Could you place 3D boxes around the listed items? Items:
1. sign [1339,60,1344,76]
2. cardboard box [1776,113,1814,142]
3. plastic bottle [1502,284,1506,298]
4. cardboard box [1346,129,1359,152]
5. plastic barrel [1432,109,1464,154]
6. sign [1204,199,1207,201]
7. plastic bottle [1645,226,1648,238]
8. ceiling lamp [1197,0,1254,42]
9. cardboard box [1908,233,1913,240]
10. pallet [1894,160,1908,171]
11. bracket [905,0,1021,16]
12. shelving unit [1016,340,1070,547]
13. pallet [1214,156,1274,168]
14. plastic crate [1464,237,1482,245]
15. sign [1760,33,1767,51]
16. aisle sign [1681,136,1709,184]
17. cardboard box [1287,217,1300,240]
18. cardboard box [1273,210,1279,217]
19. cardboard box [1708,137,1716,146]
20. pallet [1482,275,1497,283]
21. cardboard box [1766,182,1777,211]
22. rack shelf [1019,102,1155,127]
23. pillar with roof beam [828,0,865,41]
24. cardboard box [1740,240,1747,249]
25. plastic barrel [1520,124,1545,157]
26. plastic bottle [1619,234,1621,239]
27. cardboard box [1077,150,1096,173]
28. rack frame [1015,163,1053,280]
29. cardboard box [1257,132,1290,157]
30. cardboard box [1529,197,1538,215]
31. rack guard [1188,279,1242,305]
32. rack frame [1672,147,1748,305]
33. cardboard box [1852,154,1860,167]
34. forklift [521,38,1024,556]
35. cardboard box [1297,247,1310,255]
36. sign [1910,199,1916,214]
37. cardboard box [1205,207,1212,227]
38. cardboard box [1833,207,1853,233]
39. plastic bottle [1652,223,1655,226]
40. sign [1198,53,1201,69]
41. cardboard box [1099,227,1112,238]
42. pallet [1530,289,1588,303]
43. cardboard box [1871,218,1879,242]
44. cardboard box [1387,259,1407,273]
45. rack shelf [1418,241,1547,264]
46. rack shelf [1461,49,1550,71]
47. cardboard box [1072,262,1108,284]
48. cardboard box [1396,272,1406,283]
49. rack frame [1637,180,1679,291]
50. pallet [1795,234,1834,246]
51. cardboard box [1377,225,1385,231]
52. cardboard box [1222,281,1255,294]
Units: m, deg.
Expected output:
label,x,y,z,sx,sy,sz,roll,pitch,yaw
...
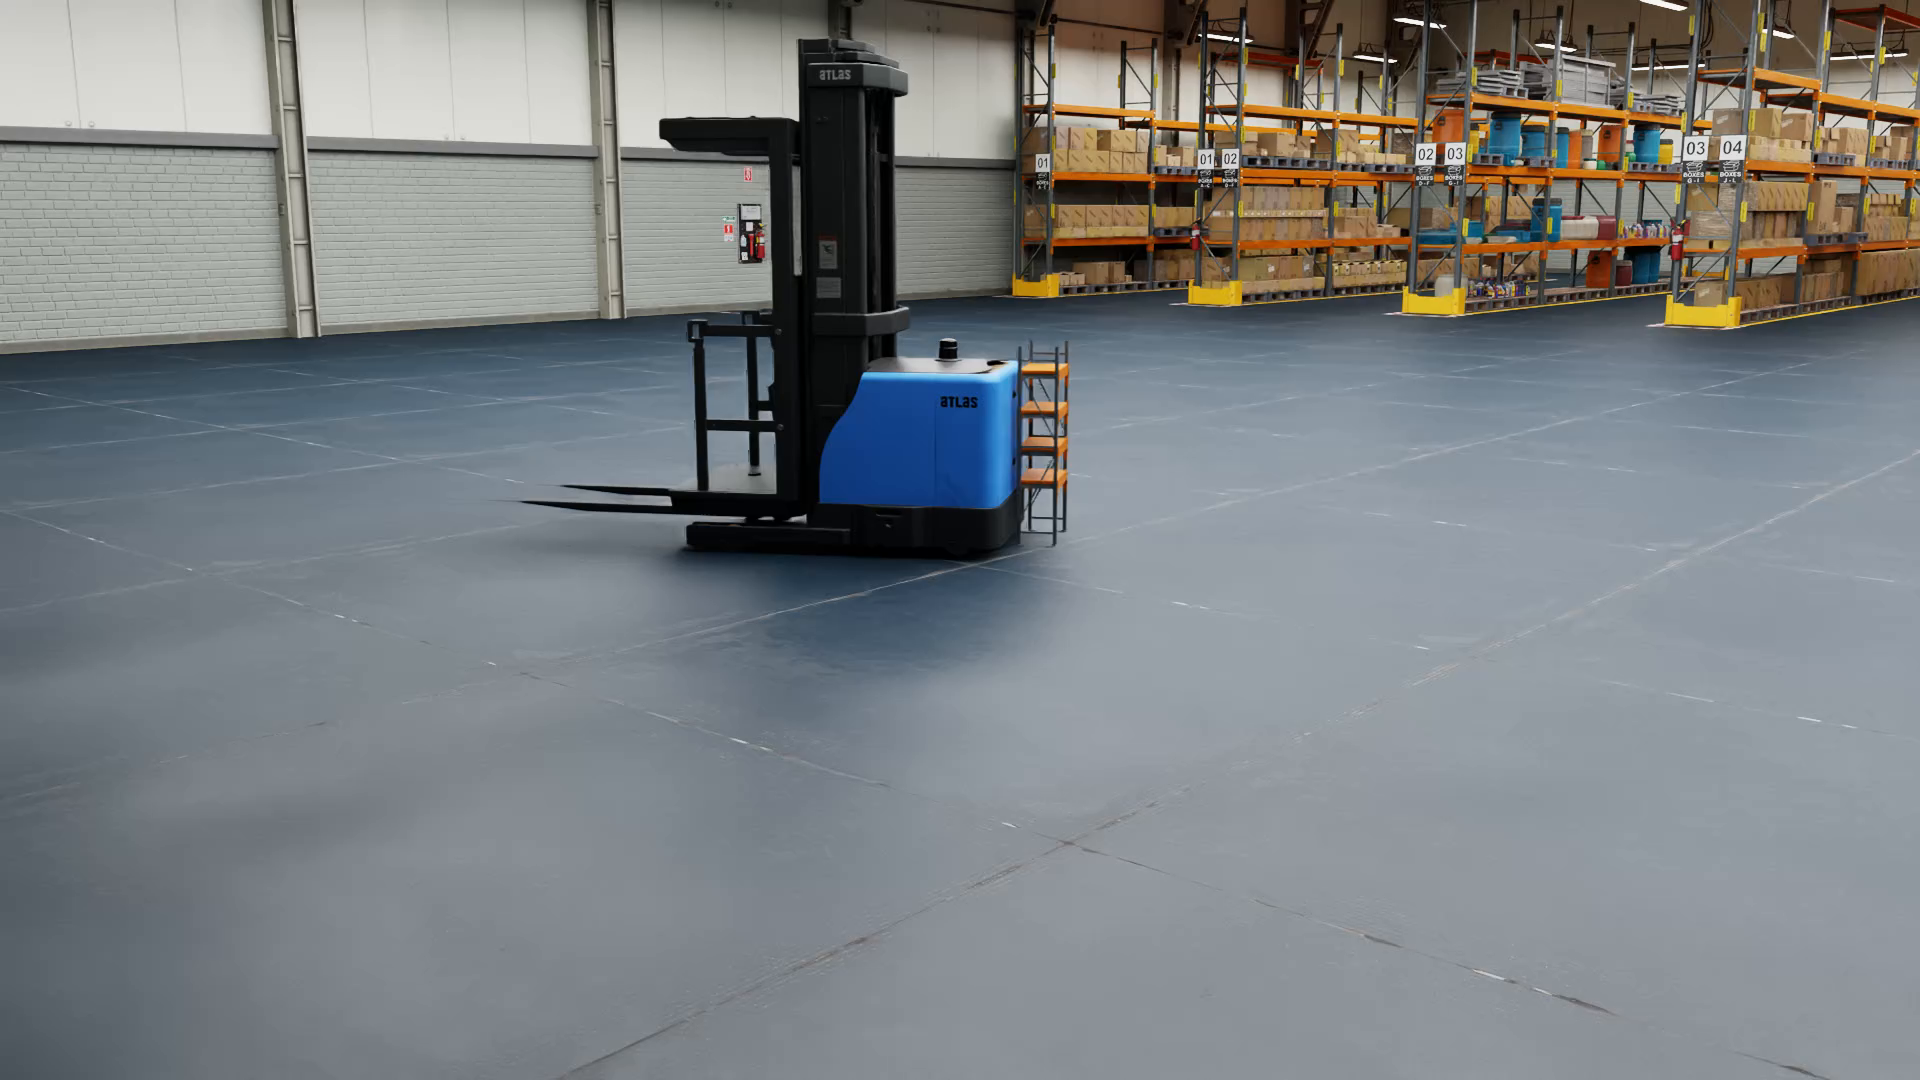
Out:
label,x,y,z,sx,sy,sz,roll,pitch,yaw
sign,8.461,-10.474,36.887,0.100,0.325,0.005,10,15,40
cardboard box,15.394,-7.602,30.665,0.500,0.500,0.500,9,15,39
plastic bottle,10.995,-5.041,33.637,0.097,0.271,0.097,0,11,0
cardboard box,8.856,-9.215,38.428,0.500,0.500,0.500,-10,15,-42
plastic barrel,9.364,-7.818,31.866,0.600,0.830,0.708,10,15,40
sign,6.558,-8.939,44.353,0.100,0.325,0.005,10,15,40
plastic bottle,16.108,-7.229,39.044,0.061,0.283,0.133,10,15,40
ceiling lamp,6.356,-13.133,38.088,0.800,3.185,2.000,10,15,40
cardboard box,21.225,-6.845,37.464,0.380,0.149,0.250,10,15,40
pallet,20.212,-8.203,36.454,0.805,0.209,1.217,9,14,38
bracket,-0.210,-11.556,35.906,0.076,0.066,4.783,10,15,40
shelving unit,0.506,-0.597,10.137,0.258,1.200,0.503,2,11,10
pallet,5.906,-8.011,35.231,1.003,0.211,1.213,10,15,40
plastic crate,9.971,-5.803,32.280,0.298,0.136,0.250,10,15,40
sign,15.079,-9.339,31.204,0.100,0.325,0.005,10,15,40
aisle sign,12.593,-6.506,28.491,0.394,0.787,0.004,10,15,40
cardboard box,7.095,-6.903,36.858,0.700,0.500,0.500,10,15,41
cardboard box,6.690,-7.070,36.039,0.380,0.149,0.250,10,15,40
cardboard box,12.808,-6.876,28.685,0.380,0.149,0.250,10,15,40
pallet,13.795,-6.982,44.630,1.003,0.211,1.213,10,15,40
cardboard box,14.091,-6.079,29.422,0.500,0.500,0.500,10,15,40
rack shelf,3.017,-10.005,39.173,1.077,0.370,4.000,10,15,40
pillar with roof beam,0.782,-8.840,31.498,9.100,9.000,0.548,10,15,40
cardboard box,13.406,-5.124,28.849,0.380,0.149,0.250,10,15,40
plastic barrel,11.952,-8.250,34.922,0.600,0.901,0.708,10,15,40
plastic bottle,14.948,-6.980,37.818,0.152,0.276,0.135,10,15,40
cardboard box,2.826,-8.821,38.753,0.500,0.500,0.500,11,16,43
rack frame,1.697,-7.123,38.216,1.000,3.000,0.127,10,15,40
cardboard box,6.722,-8.487,35.700,0.500,0.500,0.500,10,15,40
cardboard box,15.562,-9.201,45.812,0.500,0.500,0.500,10,15,42
rack guard,5.404,-5.254,35.240,1.175,0.500,0.348,10,15,40
rack frame,12.859,-5.202,28.597,1.000,3.000,0.127,10,15,40
cardboard box,17.693,-7.600,33.328,0.500,0.250,0.500,10,15,40
forklift,-1.166,-1.465,10.061,3.031,2.935,1.130,2,12,11
cardboard box,9.286,-7.928,46.662,0.750,0.750,0.750,10,15,41
sign,21.194,-7.428,36.987,0.100,0.325,0.005,10,15,40
cardboard box,6.326,-8.409,43.274,0.700,0.500,0.500,8,14,35
cardboard box,17.520,-6.454,33.539,0.500,0.500,0.700,-9,15,-39
plastic bottle,16.590,-7.425,39.852,0.144,0.351,0.185,10,15,40
sign,5.022,-9.994,34.687,0.100,0.325,0.005,10,15,40
cardboard box,3.265,-7.317,39.517,0.500,0.250,0.500,10,15,41
pallet,13.073,-5.364,36.529,1.003,0.211,1.213,10,15,40
cardboard box,19.004,-6.540,35.044,0.500,0.500,0.500,9,15,39
cardboard box,10.540,-6.684,40.533,0.500,0.311,0.500,10,15,42
rack shelf,10.459,-5.784,33.347,1.077,0.370,4.000,10,15,40
rack shelf,14.662,-12.762,44.482,1.077,0.370,4.000,10,15,40
cardboard box,3.119,-6.389,39.797,0.700,0.500,0.500,9,14,37
cardboard box,10.537,-6.409,40.588,0.500,0.250,0.500,10,15,42
rack frame,17.060,-7.608,40.643,1.000,3.000,0.127,10,15,40
pallet,16.113,-5.790,32.031,1.003,0.211,1.213,10,15,40
cardboard box,9.965,-7.510,40.381,0.500,0.311,0.500,10,15,40
cardboard box,5.941,-5.391,35.492,0.500,0.250,0.500,10,15,40
